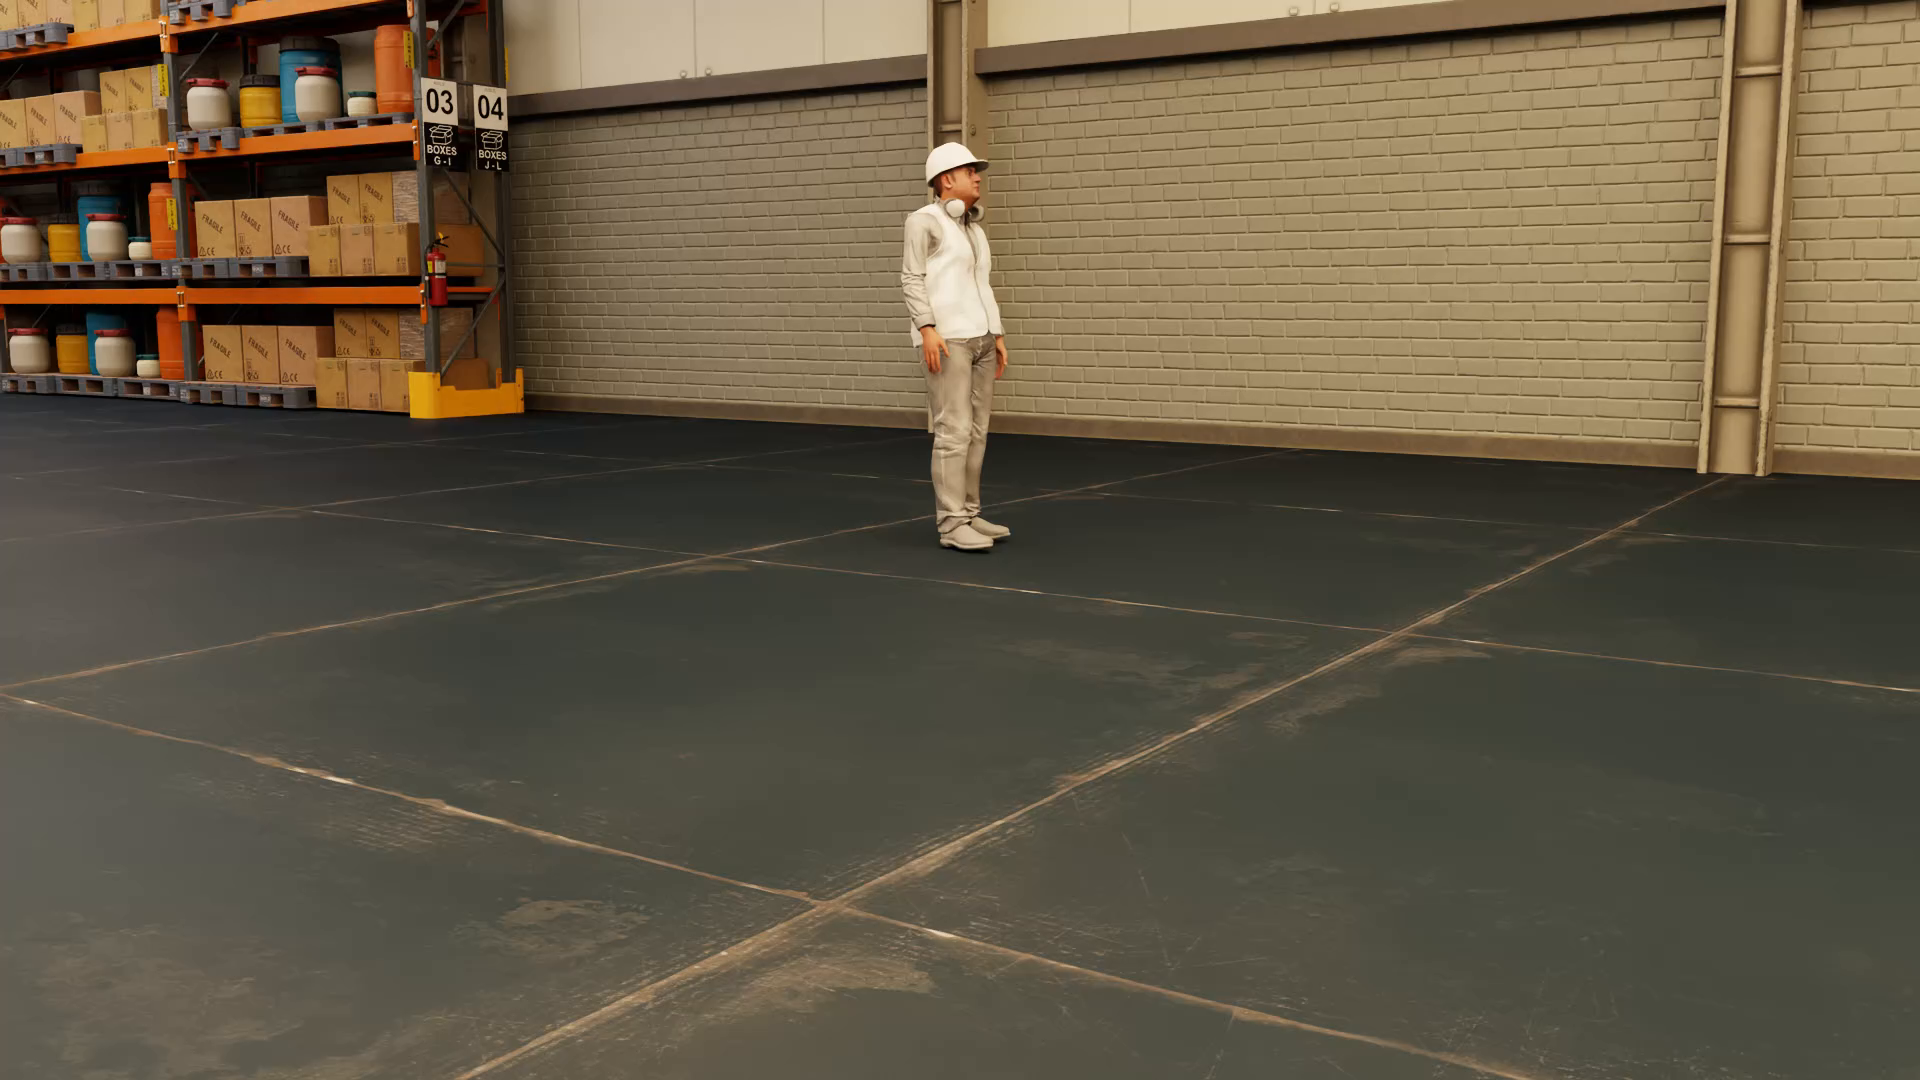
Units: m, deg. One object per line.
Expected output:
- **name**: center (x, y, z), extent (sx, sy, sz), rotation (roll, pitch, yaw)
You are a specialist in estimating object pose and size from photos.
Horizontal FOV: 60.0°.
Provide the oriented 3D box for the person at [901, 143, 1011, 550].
- **person**: center (0.047, -0.880, 7.437), extent (0.568, 1.773, 0.632), rotation (5, 10, 34)
